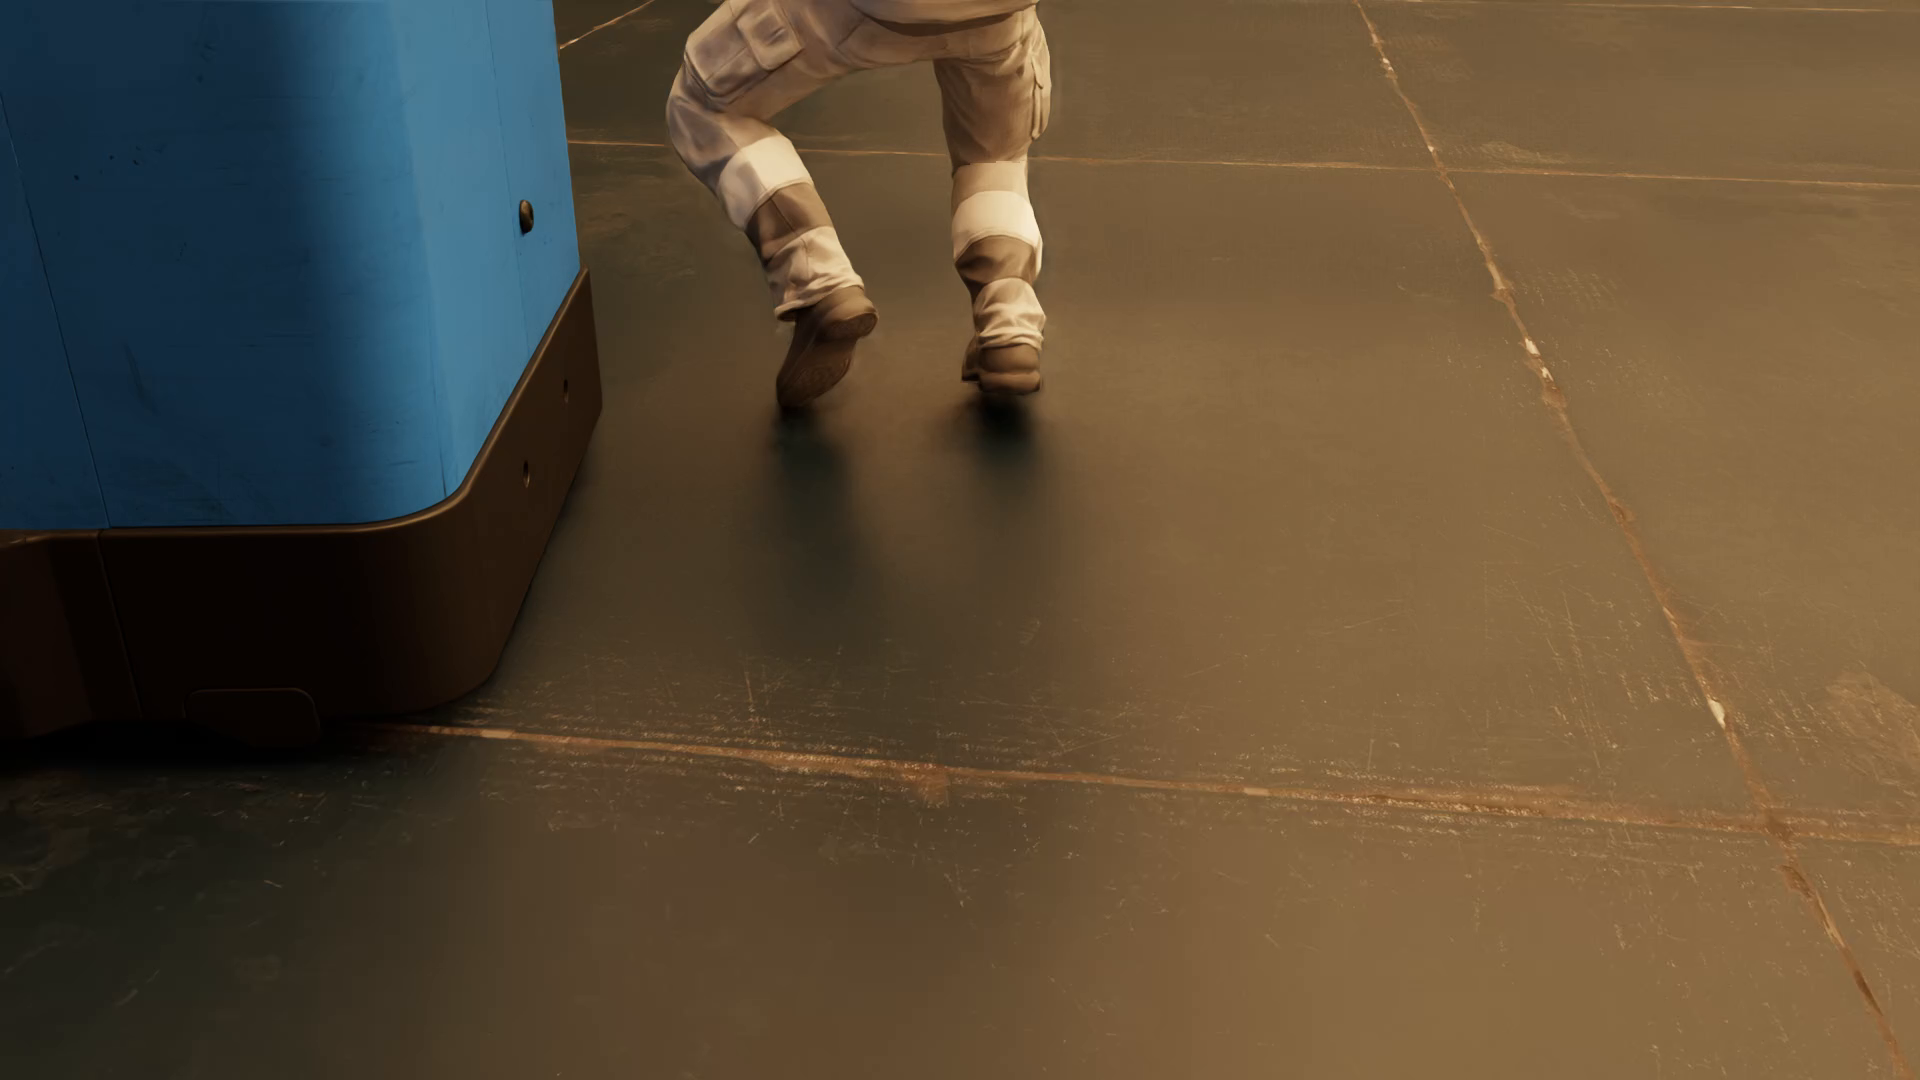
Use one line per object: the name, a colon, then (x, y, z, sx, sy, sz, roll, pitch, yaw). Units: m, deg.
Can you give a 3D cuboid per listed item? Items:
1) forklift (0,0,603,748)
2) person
forklift: (-2.096, -1.253, 1.729, 3.031, 2.935, 1.130, -1, 27, -2)
person: (-0.123, -1.001, 2.572, 0.999, 1.548, 0.774, -11, 28, -20)
